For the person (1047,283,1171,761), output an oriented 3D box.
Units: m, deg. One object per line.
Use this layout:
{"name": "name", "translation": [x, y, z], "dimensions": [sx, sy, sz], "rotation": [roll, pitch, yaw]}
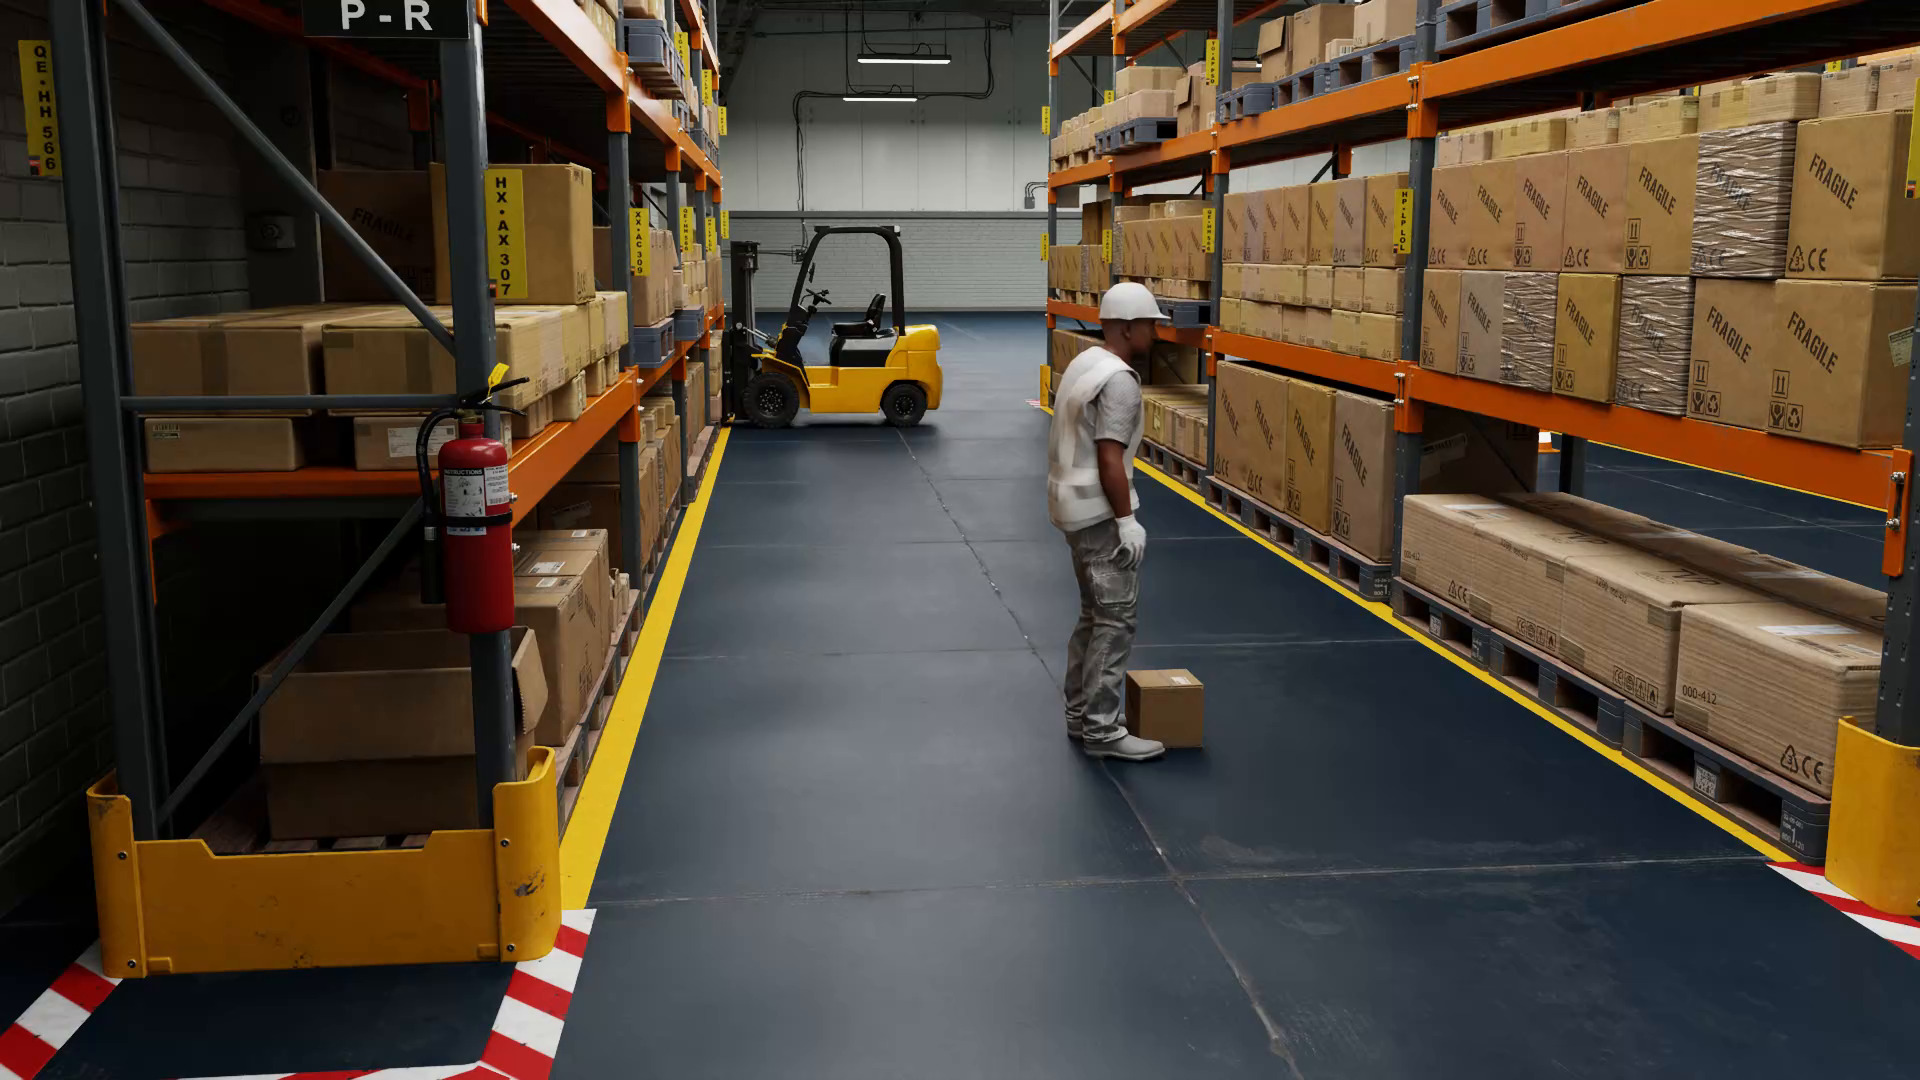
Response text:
{"name": "person", "translation": [0.570, -0.082, 6.340], "dimensions": [0.452, 1.774, 0.618], "rotation": [-1, 10, -6]}
